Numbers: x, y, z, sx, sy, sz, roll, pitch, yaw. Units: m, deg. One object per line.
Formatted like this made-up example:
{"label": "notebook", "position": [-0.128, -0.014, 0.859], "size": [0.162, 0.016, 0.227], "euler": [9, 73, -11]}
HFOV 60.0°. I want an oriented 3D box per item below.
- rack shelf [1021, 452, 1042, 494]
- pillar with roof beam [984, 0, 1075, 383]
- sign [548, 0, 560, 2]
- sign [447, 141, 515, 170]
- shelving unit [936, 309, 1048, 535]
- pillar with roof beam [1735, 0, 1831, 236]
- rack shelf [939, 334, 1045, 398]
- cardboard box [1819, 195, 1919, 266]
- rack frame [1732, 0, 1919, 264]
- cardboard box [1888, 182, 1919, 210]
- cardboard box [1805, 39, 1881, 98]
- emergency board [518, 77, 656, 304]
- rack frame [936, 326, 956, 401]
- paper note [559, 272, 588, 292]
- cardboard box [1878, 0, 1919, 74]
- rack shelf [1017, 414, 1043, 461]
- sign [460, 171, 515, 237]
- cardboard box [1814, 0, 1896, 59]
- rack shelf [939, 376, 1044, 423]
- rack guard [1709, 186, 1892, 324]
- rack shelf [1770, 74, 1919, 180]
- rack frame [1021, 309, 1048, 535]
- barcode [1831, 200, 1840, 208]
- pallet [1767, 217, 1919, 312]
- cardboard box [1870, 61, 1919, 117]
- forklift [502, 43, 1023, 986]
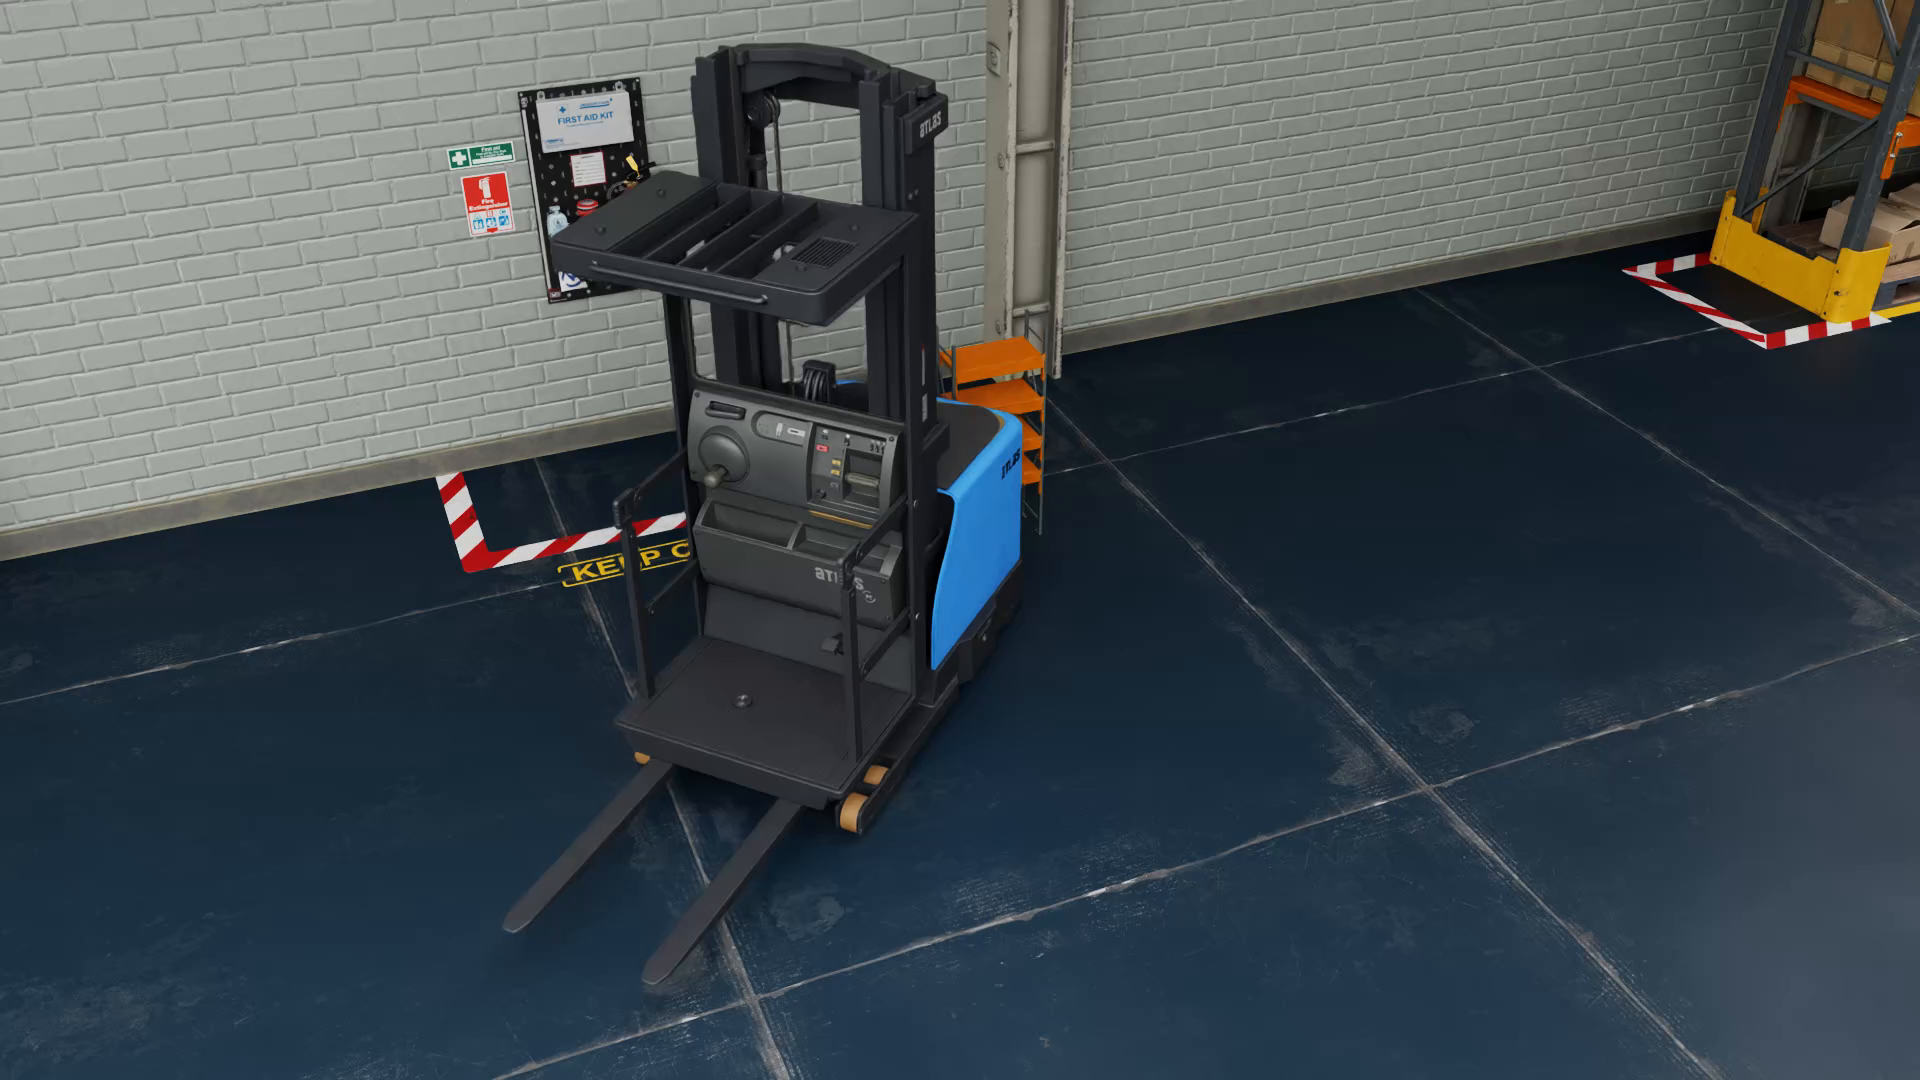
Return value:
{"label": "rack shelf", "position": [0.153, -0.315, 8.621], "size": [0.480, 0.148, 0.258], "euler": [-13, 35, -19]}
{"label": "pillar with roof beam", "position": [2.054, -2.650, 4.572], "size": [0.400, 9.000, 9.100], "euler": [-13, 35, -19]}
{"label": "sign", "position": [-1.952, -2.818, 8.205], "size": [0.199, 0.298, 0.001], "euler": [-13, 35, -19]}
{"label": "sign", "position": [-2.448, -1.966, 8.503], "size": [0.331, 0.109, 0.001], "euler": [-13, 35, -19]}
{"label": "shelving unit", "position": [0.153, -0.538, 8.476], "size": [0.503, 1.200, 0.258], "euler": [-13, 35, -19]}
{"label": "pillar with roof beam", "position": [7.586, -3.917, 6.519], "size": [0.400, 9.000, 9.100], "euler": [-13, 35, -19]}
{"label": "rack shelf", "position": [0.153, -0.867, 8.262], "size": [0.480, 0.148, 0.258], "euler": [-13, 35, -19]}
{"label": "cardboard box", "position": [6.282, -2.142, 11.354], "size": [0.500, 0.311, 0.500], "euler": [-17, 37, -24]}
{"label": "rack frame", "position": [5.609, -2.984, 10.586], "size": [0.127, 3.000, 1.000], "euler": [-13, 35, -19]}
{"label": "cardboard box", "position": [6.808, -2.263, 11.539], "size": [0.500, 0.311, 0.500], "euler": [-10, 34, -15]}
{"label": "cardboard box", "position": [5.965, -3.126, 10.923], "size": [0.500, 0.250, 0.500], "euler": [-12, 35, -18]}
{"label": "emergency board", "position": [-1.906, -1.798, 8.762], "size": [0.643, 1.169, 0.194], "euler": [-13, 35, -19]}
{"label": "rack frame", "position": [-0.072, -0.486, 8.397], "size": [0.015, 1.200, 0.240], "euler": [-13, 35, -19]}
{"label": "paper note", "position": [-2.096, -1.426, 8.999], "size": [0.142, 0.148, 0.016], "euler": [-13, 35, -19]}
{"label": "cardboard box", "position": [6.166, -3.194, 10.340], "size": [0.500, 0.500, 0.500], "euler": [-13, 35, -19]}
{"label": "rack shelf", "position": [0.153, -0.481, 8.513], "size": [0.480, 0.148, 0.258], "euler": [-13, 35, -19]}
{"label": "sign", "position": [-2.455, -1.748, 8.653], "size": [0.234, 0.329, 0.001], "euler": [-13, 35, -19]}
{"label": "cardboard box", "position": [5.962, -3.450, 10.734], "size": [0.500, 0.500, 0.500], "euler": [-13, 35, -19]}
{"label": "rack shelf", "position": [0.153, -0.669, 8.391], "size": [0.480, 0.148, 0.258], "euler": [-13, 35, -19]}
{"label": "rack guard", "position": [5.679, -1.953, 11.292], "size": [0.348, 0.500, 1.175], "euler": [-13, 35, -19]}
{"label": "rack shelf", "position": [7.453, -3.105, 11.431], "size": [4.000, 0.370, 1.077], "euler": [-13, 35, -19]}
{"label": "rack frame", "position": [0.378, -0.589, 8.556], "size": [0.015, 1.200, 0.240], "euler": [-13, 35, -19]}
{"label": "barcode", "position": [6.144, -2.351, 11.667], "size": [0.075, 0.075, 0.001], "euler": [-13, 35, -19]}
{"label": "pallet", "position": [6.442, -1.985, 11.608], "size": [1.213, 0.211, 1.003], "euler": [-13, 35, -19]}
{"label": "cardboard box", "position": [6.182, -2.873, 10.534], "size": [0.500, 0.250, 0.500], "euler": [-14, 36, -20]}
{"label": "forklift", "position": [-0.764, -0.286, 6.502], "size": [1.130, 2.935, 3.031], "euler": [14, 36, 20]}
